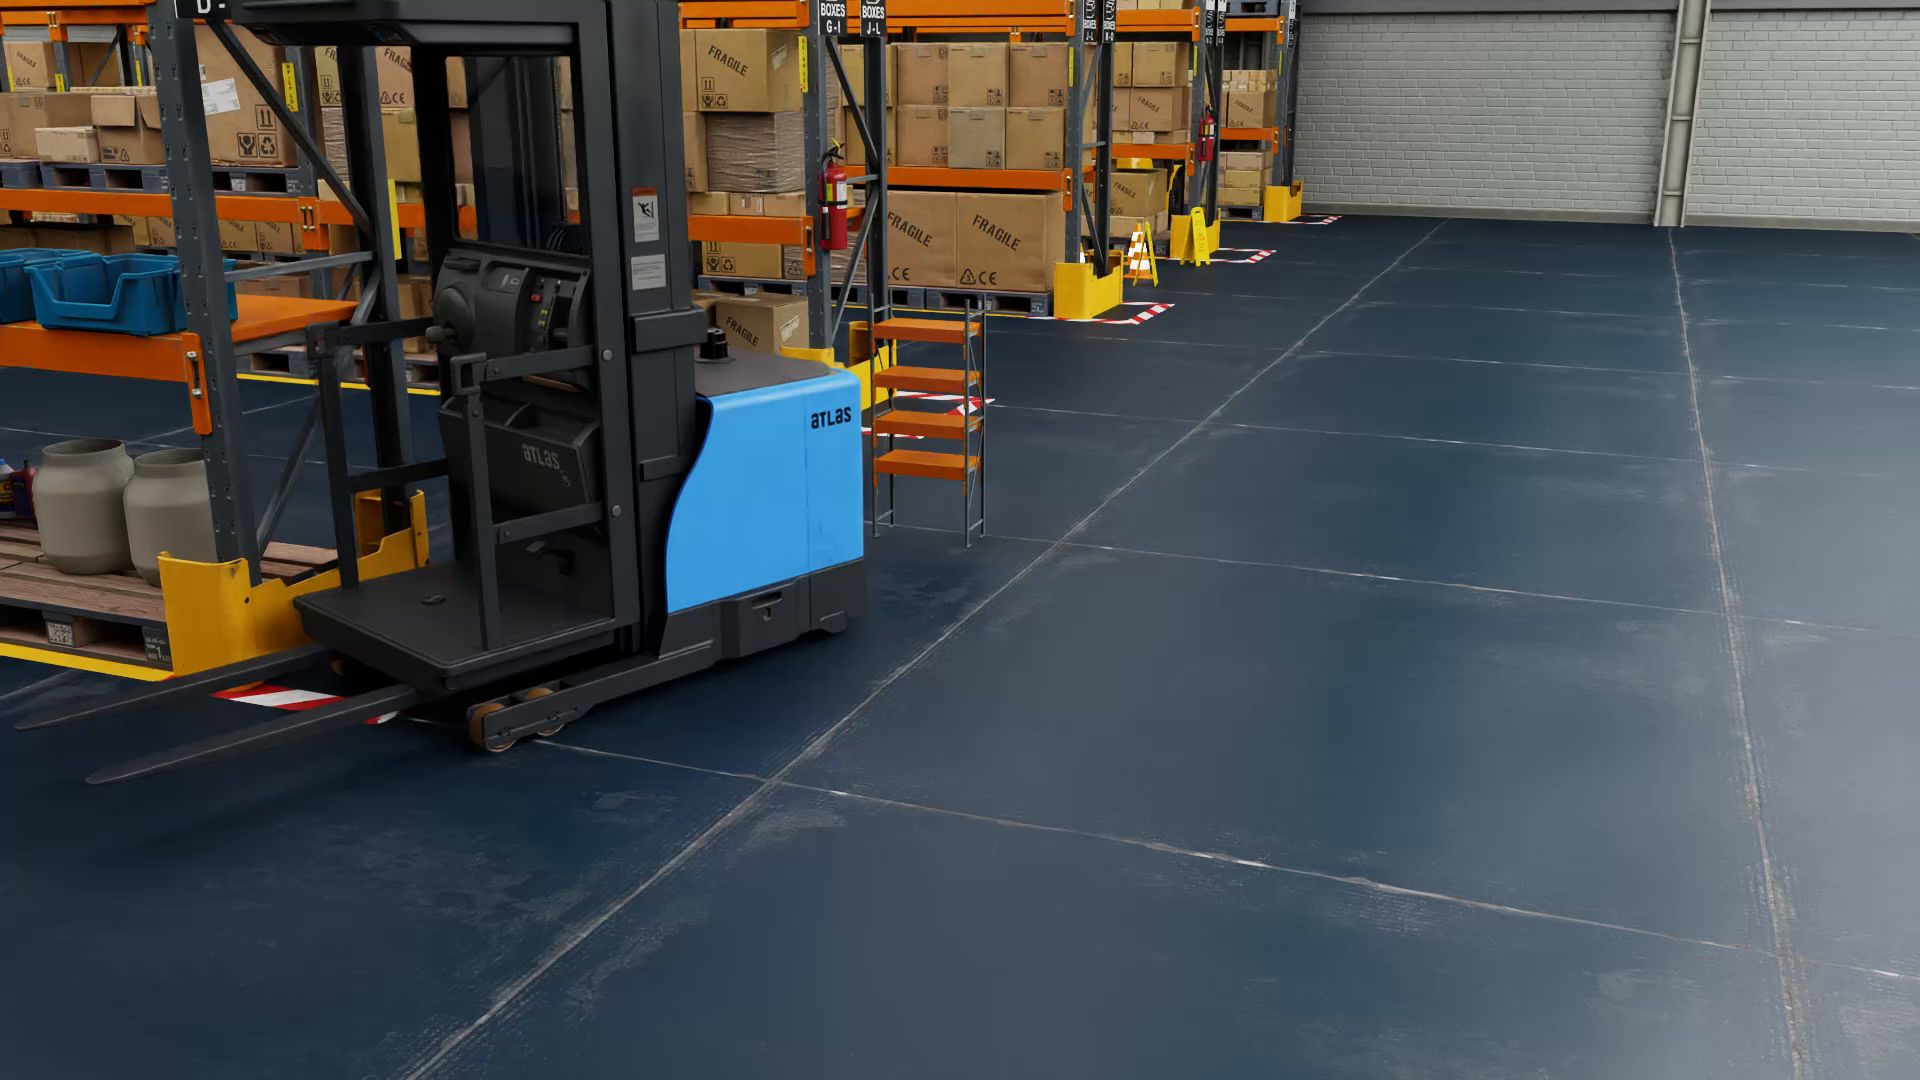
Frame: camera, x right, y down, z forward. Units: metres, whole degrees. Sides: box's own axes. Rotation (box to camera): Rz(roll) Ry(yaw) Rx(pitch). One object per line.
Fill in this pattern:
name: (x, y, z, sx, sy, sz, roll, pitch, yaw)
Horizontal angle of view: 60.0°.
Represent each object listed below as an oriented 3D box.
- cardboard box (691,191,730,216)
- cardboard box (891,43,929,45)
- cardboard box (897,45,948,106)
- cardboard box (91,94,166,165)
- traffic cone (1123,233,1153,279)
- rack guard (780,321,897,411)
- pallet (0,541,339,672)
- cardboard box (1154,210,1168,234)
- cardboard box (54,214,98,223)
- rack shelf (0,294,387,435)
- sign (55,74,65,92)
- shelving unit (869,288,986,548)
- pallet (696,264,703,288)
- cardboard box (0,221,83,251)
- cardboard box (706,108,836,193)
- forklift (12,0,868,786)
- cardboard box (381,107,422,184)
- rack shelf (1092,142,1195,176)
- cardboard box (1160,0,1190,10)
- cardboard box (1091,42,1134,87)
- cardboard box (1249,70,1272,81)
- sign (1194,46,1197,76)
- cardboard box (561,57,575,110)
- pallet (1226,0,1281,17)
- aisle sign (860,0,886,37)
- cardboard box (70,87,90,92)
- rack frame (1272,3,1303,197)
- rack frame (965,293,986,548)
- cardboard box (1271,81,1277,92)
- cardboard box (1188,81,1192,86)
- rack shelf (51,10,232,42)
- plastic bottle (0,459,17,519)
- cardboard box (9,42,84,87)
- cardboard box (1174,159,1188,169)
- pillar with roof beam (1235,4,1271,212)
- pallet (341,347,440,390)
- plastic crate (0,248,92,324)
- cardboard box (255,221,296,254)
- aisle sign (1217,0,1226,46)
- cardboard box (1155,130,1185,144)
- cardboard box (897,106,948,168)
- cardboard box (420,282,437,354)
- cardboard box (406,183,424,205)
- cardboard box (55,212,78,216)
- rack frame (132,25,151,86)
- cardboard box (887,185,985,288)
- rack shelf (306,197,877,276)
cardboard box: (-1.553, -2.216, 10.876, 0.250, 0.149, 0.380, 6, 17, 21)
cardboard box: (-0.484, -5.872, 20.513, 0.500, 0.500, 0.700, 6, 17, 20)
cardboard box: (-0.162, -4.362, 15.613, 0.550, 0.550, 0.875, 6, 17, 21)
cardboard box: (-6.096, -3.136, 12.659, 0.637, 0.503, 0.797, 8, 18, 26)
traffic cone: (1.943, -3.061, 17.888, 0.334, 0.463, 0.336, 6, 17, 21)
rack guard: (-0.800, -1.130, 11.169, 0.348, 0.500, 1.175, 6, 17, 21)
pallet: (-3.388, 0.221, 7.034, 1.213, 0.211, 1.003, 6, 17, 21)
cardboard box: (2.258, -3.928, 20.503, 0.500, 0.250, 0.500, 6, 17, 20)
cardboard box: (-10.388, -3.751, 19.542, 0.250, 0.149, 0.380, 7, 17, 22)
rack shelf: (-4.407, -0.897, 7.174, 4.000, 0.370, 1.077, 6, 17, 21)
sign: (-10.170, -5.100, 18.810, 0.005, 0.325, 0.100, 6, 17, 21)
shelving unit: (-0.154, -0.593, 8.065, 0.503, 1.200, 0.258, 6, 17, 21)
pallet: (-3.281, -2.728, 17.192, 1.213, 0.211, 1.003, 6, 17, 21)
cardboard box: (-7.537, -2.451, 13.586, 0.500, 0.250, 0.500, 7, 18, 23)
cardboard box: (-1.230, -2.577, 10.957, 0.500, 0.500, 0.875, 6, 17, 21)
forklift: (-1.758, -0.843, 5.821, 1.130, 2.935, 3.031, 15, 22, 41)
cardboard box: (-3.602, -2.800, 11.726, 0.500, 0.500, 0.875, 6, 17, 21)
rack shelf: (1.047, -4.752, 20.452, 4.000, 0.370, 1.077, 6, 17, 21)
cardboard box: (2.473, -6.177, 19.140, 0.250, 0.149, 0.380, 6, 17, 21)
cardboard box: (1.884, -5.613, 19.622, 0.500, 0.500, 0.700, 6, 17, 21)
cardboard box: (4.315, -6.665, 23.875, 0.250, 0.149, 0.380, 6, 17, 21)
sign: (2.685, -5.459, 18.953, 0.005, 0.325, 0.100, 6, 17, 21)
cardboard box: (-2.263, -3.087, 10.922, 0.500, 0.500, 0.500, 6, 17, 21)
pallet: (4.077, -7.658, 23.949, 1.213, 0.211, 1.003, 6, 17, 21)
aisle sign: (-0.561, -3.643, 10.678, 0.004, 0.787, 0.394, 6, 17, 21)
cardboard box: (-9.780, -5.033, 18.762, 0.250, 0.149, 0.380, 7, 18, 23)
rack frame: (4.725, -6.181, 24.083, 0.127, 3.000, 1.000, 6, 17, 21)
rack frame: (0.073, -0.568, 7.979, 0.015, 1.200, 0.240, 6, 17, 21)
cardboard box: (4.505, -6.642, 24.330, 0.250, 0.149, 0.380, 6, 17, 19)
cardboard box: (3.340, -6.607, 24.209, 0.250, 0.149, 0.380, 6, 17, 19)
rack shelf: (-8.117, -5.717, 18.395, 4.000, 0.370, 1.077, 6, 17, 21)
plastic bottle: (-4.437, -0.240, 7.726, 0.097, 0.271, 0.097, 0, 16, 0)
cardboard box: (-10.514, -5.475, 19.147, 0.500, 0.500, 0.500, 6, 17, 19)
cardboard box: (3.232, -5.608, 24.495, 0.500, 0.250, 0.500, 7, 17, 21)
pillar with roof beam: (2.829, -8.250, 20.451, 0.400, 9.000, 9.100, 6, 17, 21)
pallet: (-3.812, -1.333, 12.387, 1.213, 0.211, 1.003, 6, 17, 21)
plastic crate: (-3.724, -1.008, 6.533, 0.408, 0.251, 0.499, 6, 17, 21)
cardboard box: (-7.447, -3.472, 18.483, 0.500, 0.500, 0.500, 7, 18, 23)
aisle sign: (3.079, -6.215, 19.540, 0.004, 0.787, 0.394, 6, 17, 21)
cardboard box: (2.481, -4.755, 19.623, 0.250, 0.149, 0.380, 7, 18, 22)
cardboard box: (-0.171, -3.837, 15.743, 0.550, 0.550, 0.875, 6, 17, 21)
cardboard box: (-3.557, -1.625, 12.122, 0.500, 0.500, 0.500, 13, 21, 38)
cardboard box: (-3.654, -2.441, 11.651, 0.250, 0.149, 0.380, 6, 17, 21)
cardboard box: (-10.404, -3.913, 19.567, 0.250, 0.149, 0.380, 7, 18, 22)
rack frame: (-11.977, -6.530, 25.285, 0.127, 3.000, 1.000, 6, 17, 21)
cardboard box: (-0.289, -2.922, 15.915, 0.875, 0.875, 0.875, 6, 17, 20)
rack shelf: (-2.589, -2.182, 11.599, 4.000, 0.370, 1.077, 6, 17, 21)
